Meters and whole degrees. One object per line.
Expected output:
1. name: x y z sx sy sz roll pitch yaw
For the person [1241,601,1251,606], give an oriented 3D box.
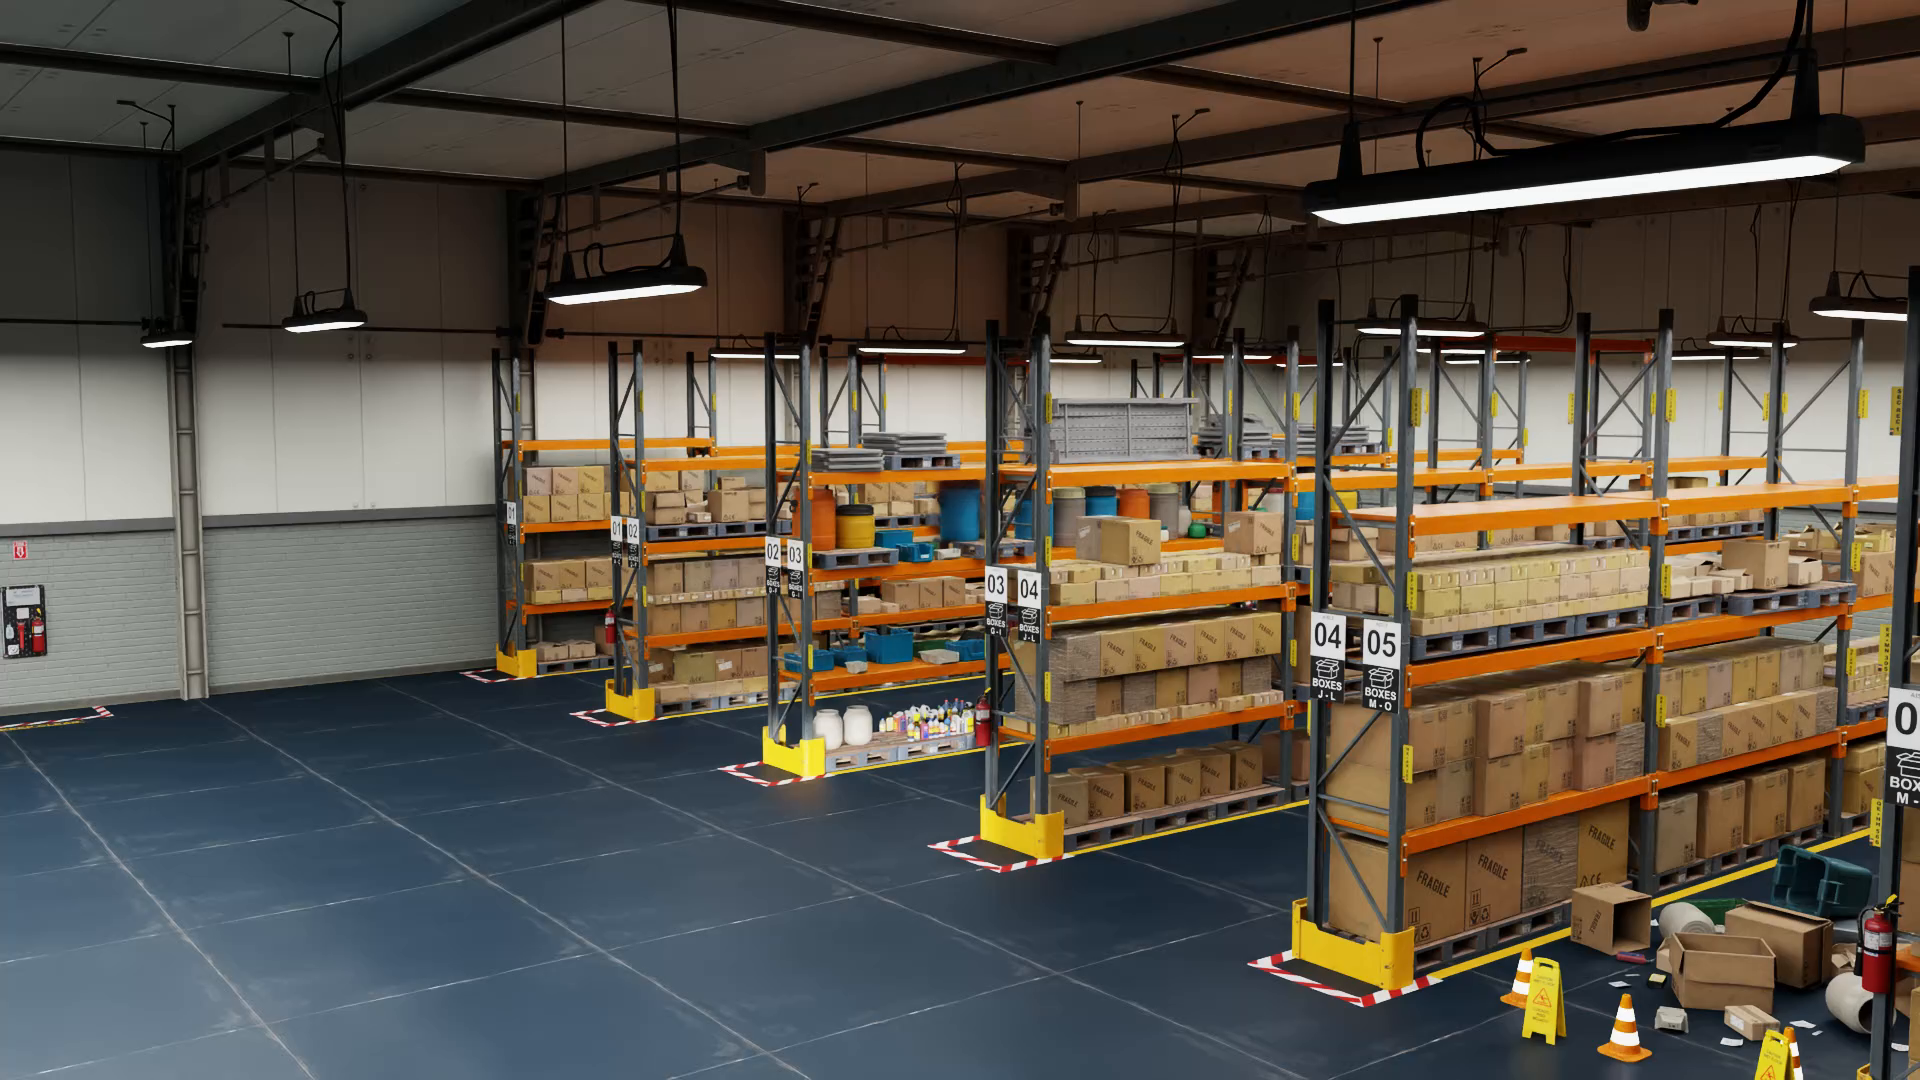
1. person: 5.318 1.663 30.826 0.702 1.603 0.623 -3 6 -26
